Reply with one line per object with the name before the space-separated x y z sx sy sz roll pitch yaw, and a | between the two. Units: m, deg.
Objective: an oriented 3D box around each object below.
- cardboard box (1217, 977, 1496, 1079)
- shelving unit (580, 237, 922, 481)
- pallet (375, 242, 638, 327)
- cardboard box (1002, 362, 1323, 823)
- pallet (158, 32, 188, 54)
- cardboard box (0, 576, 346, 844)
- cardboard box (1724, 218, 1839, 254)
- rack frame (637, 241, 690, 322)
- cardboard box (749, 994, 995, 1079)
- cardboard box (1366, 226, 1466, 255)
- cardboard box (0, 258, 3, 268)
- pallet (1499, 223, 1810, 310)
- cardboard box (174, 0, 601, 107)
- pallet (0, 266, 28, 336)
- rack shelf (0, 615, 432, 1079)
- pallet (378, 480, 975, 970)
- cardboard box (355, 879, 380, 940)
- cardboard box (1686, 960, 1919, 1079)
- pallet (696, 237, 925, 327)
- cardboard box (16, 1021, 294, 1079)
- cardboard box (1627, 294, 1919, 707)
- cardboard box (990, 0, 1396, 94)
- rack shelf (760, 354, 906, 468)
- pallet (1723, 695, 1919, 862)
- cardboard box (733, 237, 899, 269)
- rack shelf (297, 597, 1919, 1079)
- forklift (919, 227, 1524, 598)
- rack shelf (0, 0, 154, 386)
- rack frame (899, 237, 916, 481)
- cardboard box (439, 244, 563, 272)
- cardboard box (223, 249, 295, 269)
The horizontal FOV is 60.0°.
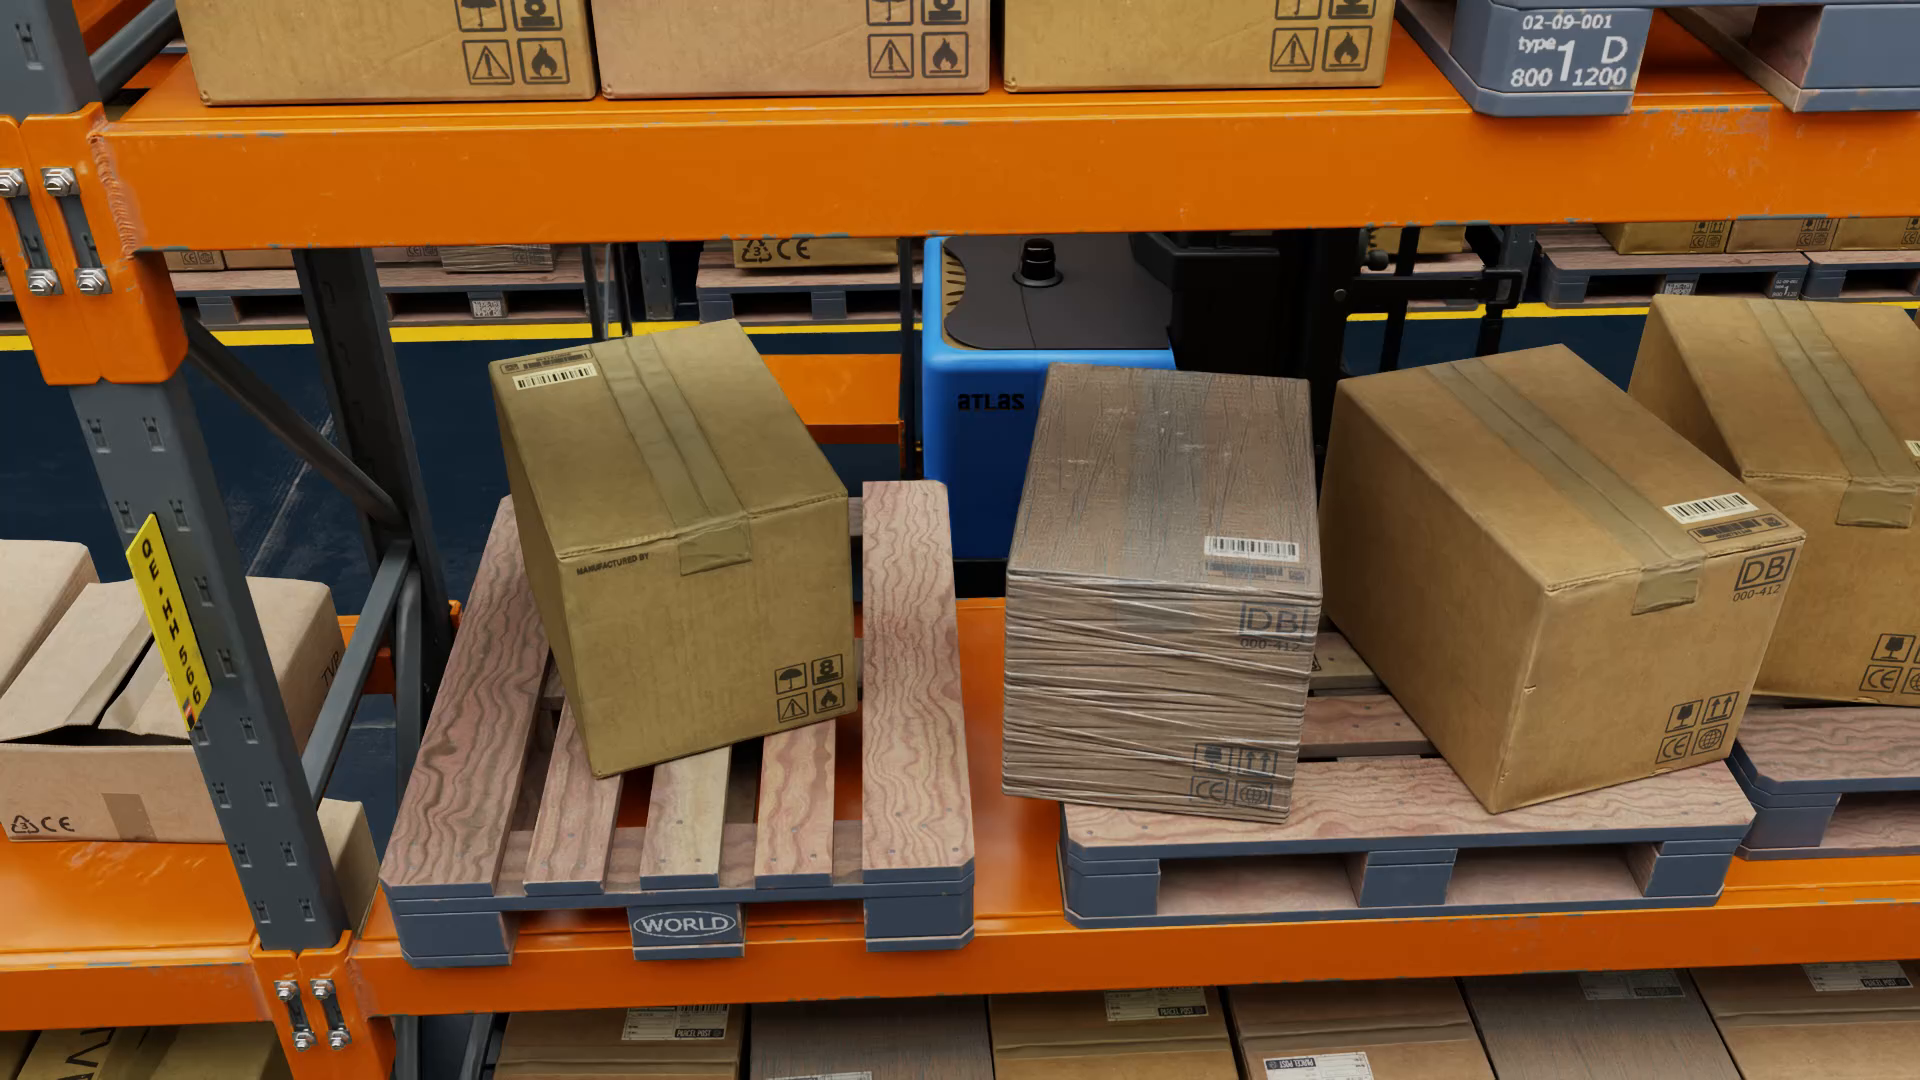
cardboard box | 0.837 1.237 3.637 0.500 0.500 0.500 -3 35 -4
shelving unit | -0.681 -0.618 5.825 1.083 1.500 0.587 0 35 -1
pallet | -2.195 -1.365 8.036 1.213 0.211 1.003 -2 35 -2
cardboard box | 0.370 0.073 3.051 0.500 0.500 0.700 5 35 7
pallet | -3.390 -2.376 7.216 1.213 0.211 1.003 -2 35 -2
cardboard box | -1.542 0.306 3.250 0.500 0.311 0.500 1 35 1
cardboard box | 3.835 -1.758 7.981 0.500 0.500 0.700 -2 35 -3
rack frame | -1.415 -2.531 7.272 0.127 3.000 1.000 -2 35 -2
cardboard box | -0.186 1.264 3.597 0.500 0.500 0.500 -3 35 -4
cardboard box | 1.938 -1.836 7.788 0.750 0.750 0.750 -1 35 -2
cardboard box | -4.676 -1.606 7.745 0.500 0.500 0.700 0 35 -1
pallet | 3.344 -1.469 8.187 1.213 0.211 1.003 -2 35 -2
cardboard box | -0.742 -1.021 2.366 0.500 0.500 0.910 -2 35 -2
pallet | -4.633 -1.299 7.941 1.213 0.211 1.003 -2 35 -2
rack shelf | -3.174 0.634 3.330 4.000 0.370 1.077 -2 35 -2
pallet | -0.503 0.305 3.342 1.003 0.211 1.213 -2 35 -2
cardboard box | -1.714 1.089 4.087 0.500 0.250 0.500 -2 35 -2
cardboard box | 1.845 1.208 3.678 0.500 0.500 0.500 -1 35 -2
pallet | -0.624 -1.363 8.034 1.213 0.211 1.003 -2 35 -2
cardboard box | -1.688 1.166 3.484 0.500 0.311 0.500 -1 35 -1
cardboard box | 1.651 -0.097 3.297 0.500 0.500 0.700 4 35 5
cardboard box | 0.287 -1.049 2.406 0.500 0.500 0.910 -2 35 -2
rack shelf | -0.690 -0.470 5.928 1.000 0.185 0.538 0 35 -1
pallet | 2.016 0.215 3.472 1.213 0.211 1.003 -2 35 -2
cardboard box | -0.674 -1.765 7.685 0.750 0.750 0.750 -2 35 -3
rack shelf | 0.821 0.526 3.486 4.000 0.370 1.077 -2 35 -2
forklift | 1.377 -1.185 5.386 3.031 2.935 1.130 0 35 -1
rack shelf | -3.174 -0.599 2.477 4.000 0.370 1.077 -2 35 -2
rack frame | -0.181 -0.621 5.830 0.032 1.500 0.500 0 35 -1
cardboard box | -2.131 -1.635 7.787 0.500 0.500 0.700 -1 35 -2
cardboard box | -3.147 -1.658 7.820 0.500 0.500 0.700 -2 35 -2
